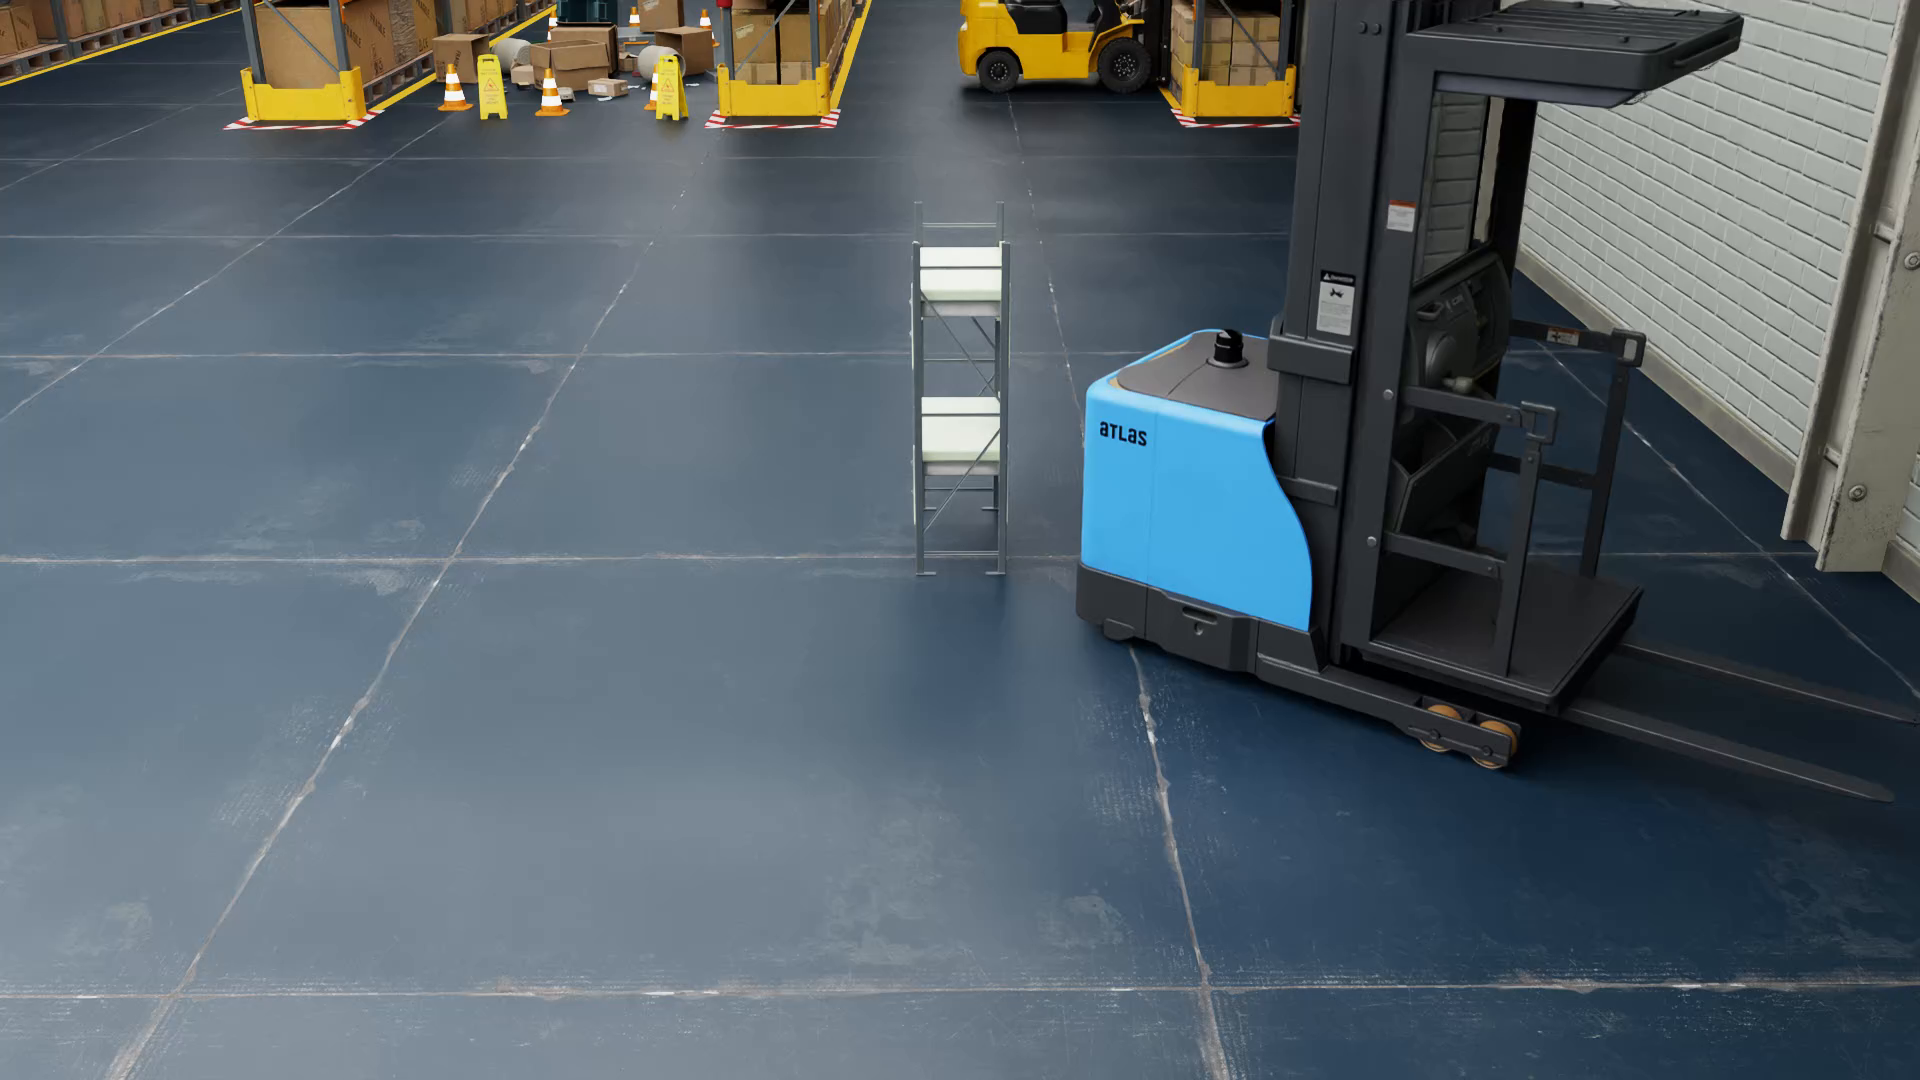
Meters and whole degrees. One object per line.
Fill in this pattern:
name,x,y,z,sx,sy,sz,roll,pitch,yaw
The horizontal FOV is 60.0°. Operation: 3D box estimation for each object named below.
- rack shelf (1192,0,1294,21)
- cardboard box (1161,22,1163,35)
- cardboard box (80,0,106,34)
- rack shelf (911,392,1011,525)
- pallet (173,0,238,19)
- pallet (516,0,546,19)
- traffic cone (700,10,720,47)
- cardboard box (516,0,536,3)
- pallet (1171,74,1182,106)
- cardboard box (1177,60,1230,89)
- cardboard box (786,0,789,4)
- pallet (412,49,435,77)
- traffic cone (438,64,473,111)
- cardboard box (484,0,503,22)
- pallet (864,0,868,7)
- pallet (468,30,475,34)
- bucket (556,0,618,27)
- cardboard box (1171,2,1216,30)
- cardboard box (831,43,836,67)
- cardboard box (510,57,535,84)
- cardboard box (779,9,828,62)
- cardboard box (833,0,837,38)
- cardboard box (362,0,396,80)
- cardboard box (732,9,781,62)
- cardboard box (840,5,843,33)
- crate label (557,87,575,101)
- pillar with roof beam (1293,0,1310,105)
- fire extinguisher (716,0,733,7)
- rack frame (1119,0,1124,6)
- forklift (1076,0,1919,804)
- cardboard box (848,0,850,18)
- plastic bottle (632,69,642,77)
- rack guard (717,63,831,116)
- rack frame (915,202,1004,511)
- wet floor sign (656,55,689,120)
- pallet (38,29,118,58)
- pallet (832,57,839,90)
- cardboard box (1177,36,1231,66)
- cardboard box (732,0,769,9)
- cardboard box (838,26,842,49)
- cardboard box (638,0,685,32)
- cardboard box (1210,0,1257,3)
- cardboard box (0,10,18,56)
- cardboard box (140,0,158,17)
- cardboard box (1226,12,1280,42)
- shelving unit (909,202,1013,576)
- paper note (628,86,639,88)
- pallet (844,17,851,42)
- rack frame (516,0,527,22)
rack shelf,2.955,-6.459,19.263,1.077,0.370,4.000,0,24,-1
cardboard box,2.635,-5.953,19.493,0.500,0.250,0.500,0,24,-1
cardboard box,-11.912,-7.053,22.205,0.700,0.500,0.500,0,24,-1
rack shelf,0.000,-0.384,7.569,0.431,0.370,0.720,0,24,-1
pallet,-11.917,-8.245,25.724,1.003,0.211,1.213,0,24,-1
pallet,-7.030,-8.222,25.674,1.003,0.211,1.213,0,24,-1
traffic cone,-3.444,-6.935,22.523,0.336,0.463,0.334,0,24,-1
cardboard box,-6.776,-8.516,25.463,0.500,0.500,0.500,-1,24,-3
pallet,2.926,-5.007,18.564,1.003,0.211,1.213,0,24,-1
cardboard box,2.655,-5.093,18.198,0.500,0.250,0.500,0,24,0
cardboard box,-2.273,-6.188,19.710,0.500,0.500,0.500,1,24,2
pallet,-7.049,-5.938,20.624,1.003,0.211,1.213,0,24,-1
traffic cone,-5.521,-4.944,18.119,0.336,0.463,0.334,0,24,-1
cardboard box,-7.093,-7.726,23.412,1.050,0.750,0.750,0,24,0
pallet,-2.018,-8.791,26.931,1.003,0.211,1.213,0,24,-1
pallet,-7.063,-6.570,22.020,1.003,0.211,1.213,0,24,-1
bucket,-4.672,-6.678,21.003,0.726,0.611,0.620,8,16,18
cardboard box,2.633,-5.963,18.908,0.500,0.250,0.500,0,24,0
cardboard box,-1.736,-5.646,19.420,0.500,0.250,0.500,1,24,3
cardboard box,-5.119,-5.577,19.759,0.396,0.266,0.258,4,25,9
cardboard box,-1.720,-5.562,18.325,0.500,0.500,0.500,-1,24,-2
cardboard box,-1.742,-6.204,19.745,0.500,0.500,0.500,1,24,2
cardboard box,-7.021,-5.739,18.869,0.875,0.875,0.875,-1,24,-1
cardboard box,-2.256,-5.548,18.293,0.500,0.500,0.500,0,24,0
cardboard box,-2.039,-6.797,21.817,0.950,0.372,0.625,0,24,0
crate label,-4.458,-4.984,18.604,0.250,0.136,0.298,-14,28,-28
pillar with roof beam,-0.435,-8.967,16.657,9.100,9.000,0.400,0,24,-1
fire extinguisher,-2.446,-5.854,17.147,0.296,0.674,0.183,0,24,-1
rack frame,2.889,-9.259,24.581,1.000,3.000,0.127,0,24,-1
forklift,1.971,-0.767,5.889,3.031,2.935,1.130,17,29,32
cardboard box,-2.062,-7.692,23.797,0.950,0.372,0.625,-1,24,-2
plastic bottle,-3.892,-5.708,20.296,0.133,0.061,0.283,4,25,9
rack guard,-1.988,-4.831,17.824,1.175,0.500,0.348,0,24,-1
rack frame,-0.004,-0.831,7.768,0.400,1.500,0.023,0,24,-1
wet floor sign,-3.055,-4.783,17.541,0.267,0.644,0.232,8,26,18
pallet,-11.950,-6.592,22.070,1.003,0.211,1.213,0,24,-1
pallet,-1.972,-5.536,19.733,1.003,0.211,1.213,0,24,-1
cardboard box,2.659,-5.328,18.110,0.500,0.250,0.500,-1,24,-1
cardboard box,-2.328,-5.994,18.493,0.380,0.149,0.250,0,24,1
cardboard box,-1.755,-6.283,20.828,0.500,0.250,0.500,1,24,2
cardboard box,-3.810,-6.772,21.198,0.500,0.500,0.500,0,24,-1
cardboard box,3.158,-6.178,19.384,0.500,0.250,0.500,-1,24,-2
cardboard box,-11.962,-6.194,20.328,0.500,0.500,0.500,8,25,16
cardboard box,-11.937,-7.747,23.739,0.700,0.500,0.500,-2,24,-5
cardboard box,3.160,-5.555,18.007,0.500,0.250,0.500,-1,24,-1
shelving unit,0.000,-0.681,7.435,0.431,1.500,0.755,0,24,-1
paper note,-3.847,-5.312,19.471,0.148,0.019,0.142,8,26,18
pallet,-2.057,-7.141,23.283,1.003,0.211,1.213,0,24,-1
rack frame,-7.023,-9.171,24.387,1.000,3.000,0.127,0,24,-1
